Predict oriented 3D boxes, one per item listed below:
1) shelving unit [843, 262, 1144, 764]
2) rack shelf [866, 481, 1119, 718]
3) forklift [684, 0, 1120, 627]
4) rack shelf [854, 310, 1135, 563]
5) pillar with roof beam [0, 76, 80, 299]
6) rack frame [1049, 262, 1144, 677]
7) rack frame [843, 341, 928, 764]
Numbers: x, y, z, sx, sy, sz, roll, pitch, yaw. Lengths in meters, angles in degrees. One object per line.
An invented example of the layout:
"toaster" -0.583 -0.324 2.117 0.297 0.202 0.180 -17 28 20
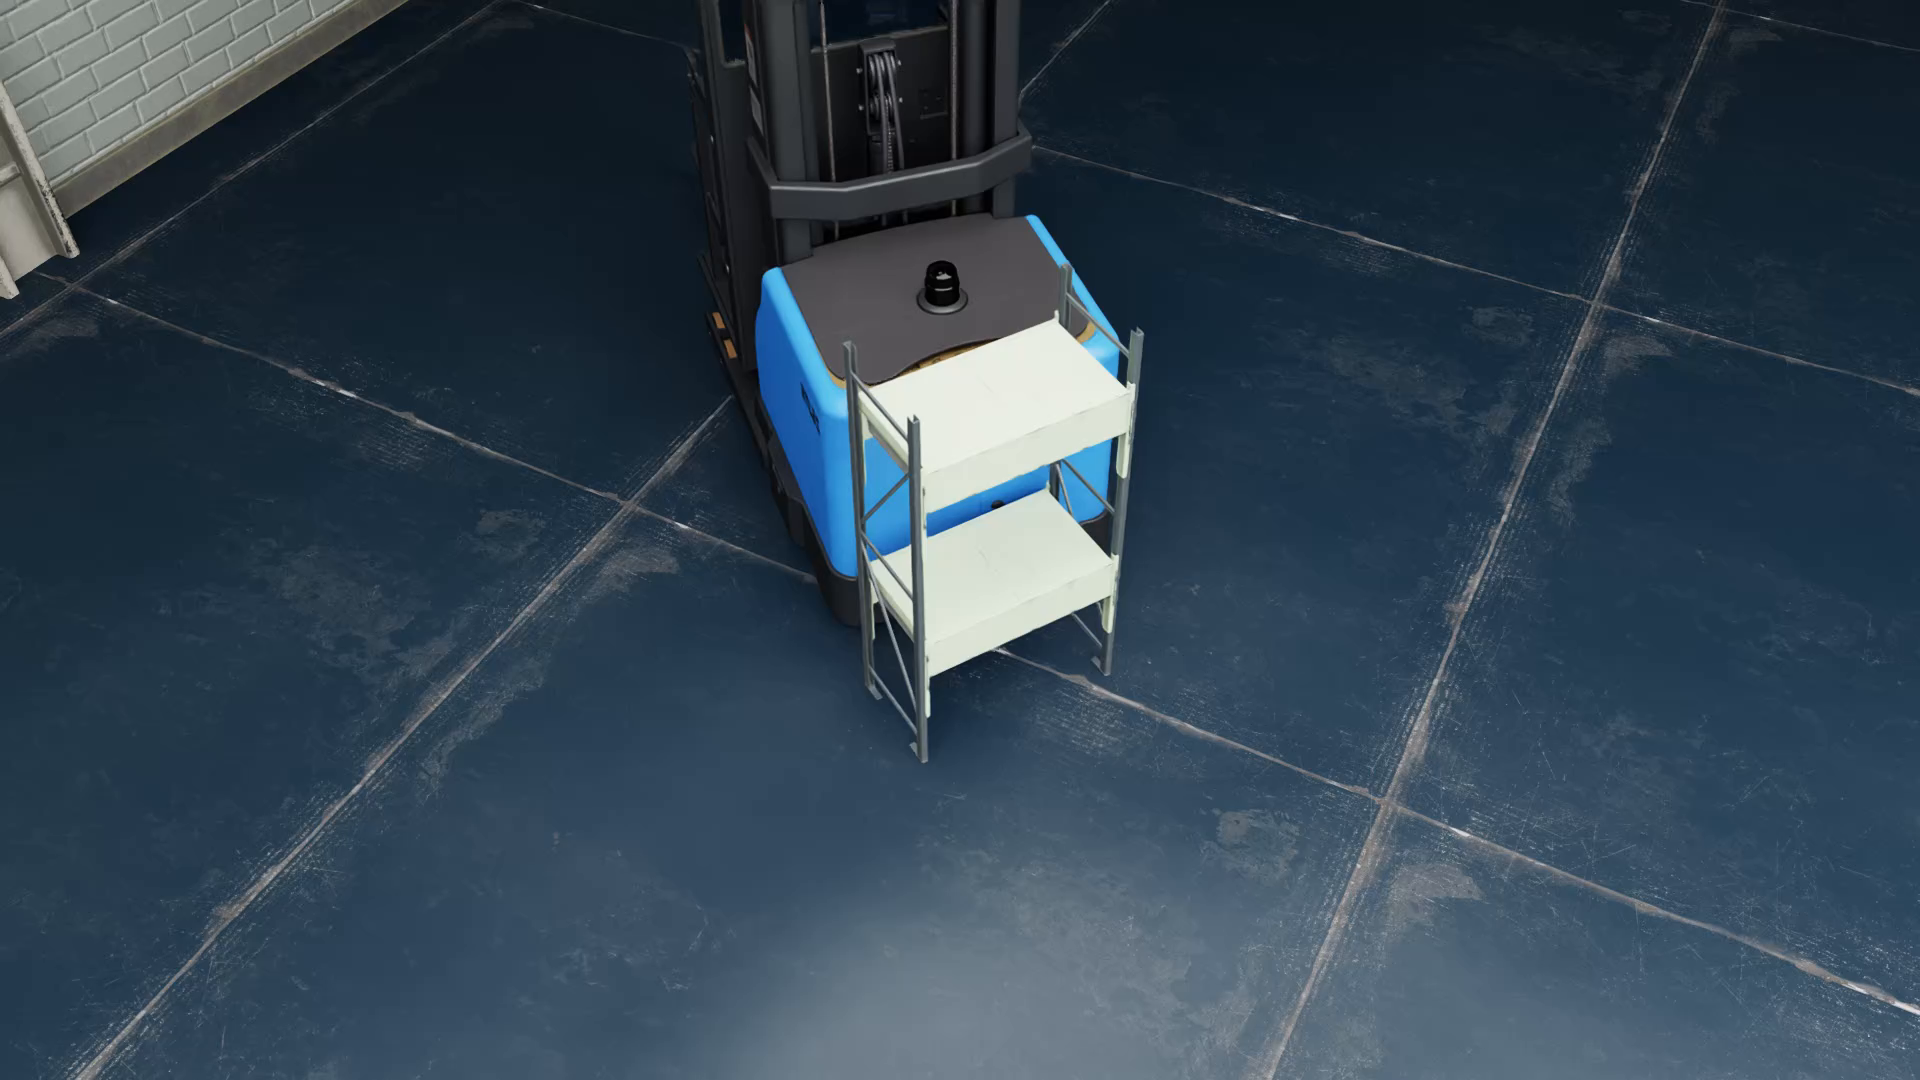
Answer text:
"shelving unit" 0.097 -0.043 5.238 0.755 1.500 0.431 -23 50 -21
"rack shelf" 0.097 0.186 5.470 0.720 0.370 0.431 -23 50 -21
"forklift" -0.433 -1.793 5.961 1.130 2.935 3.031 -14 47 -14
"rack shelf" 0.097 -0.318 4.961 0.720 0.370 0.431 -23 50 -21
"pillar with roof beam" -0.399 -2.973 2.861 9.100 9.000 0.400 20 49 19
"rack frame" 0.411 -0.177 5.370 0.023 1.500 0.400 -23 50 -21
"rack frame" -0.218 0.090 5.107 0.023 1.500 0.400 -23 50 -21
